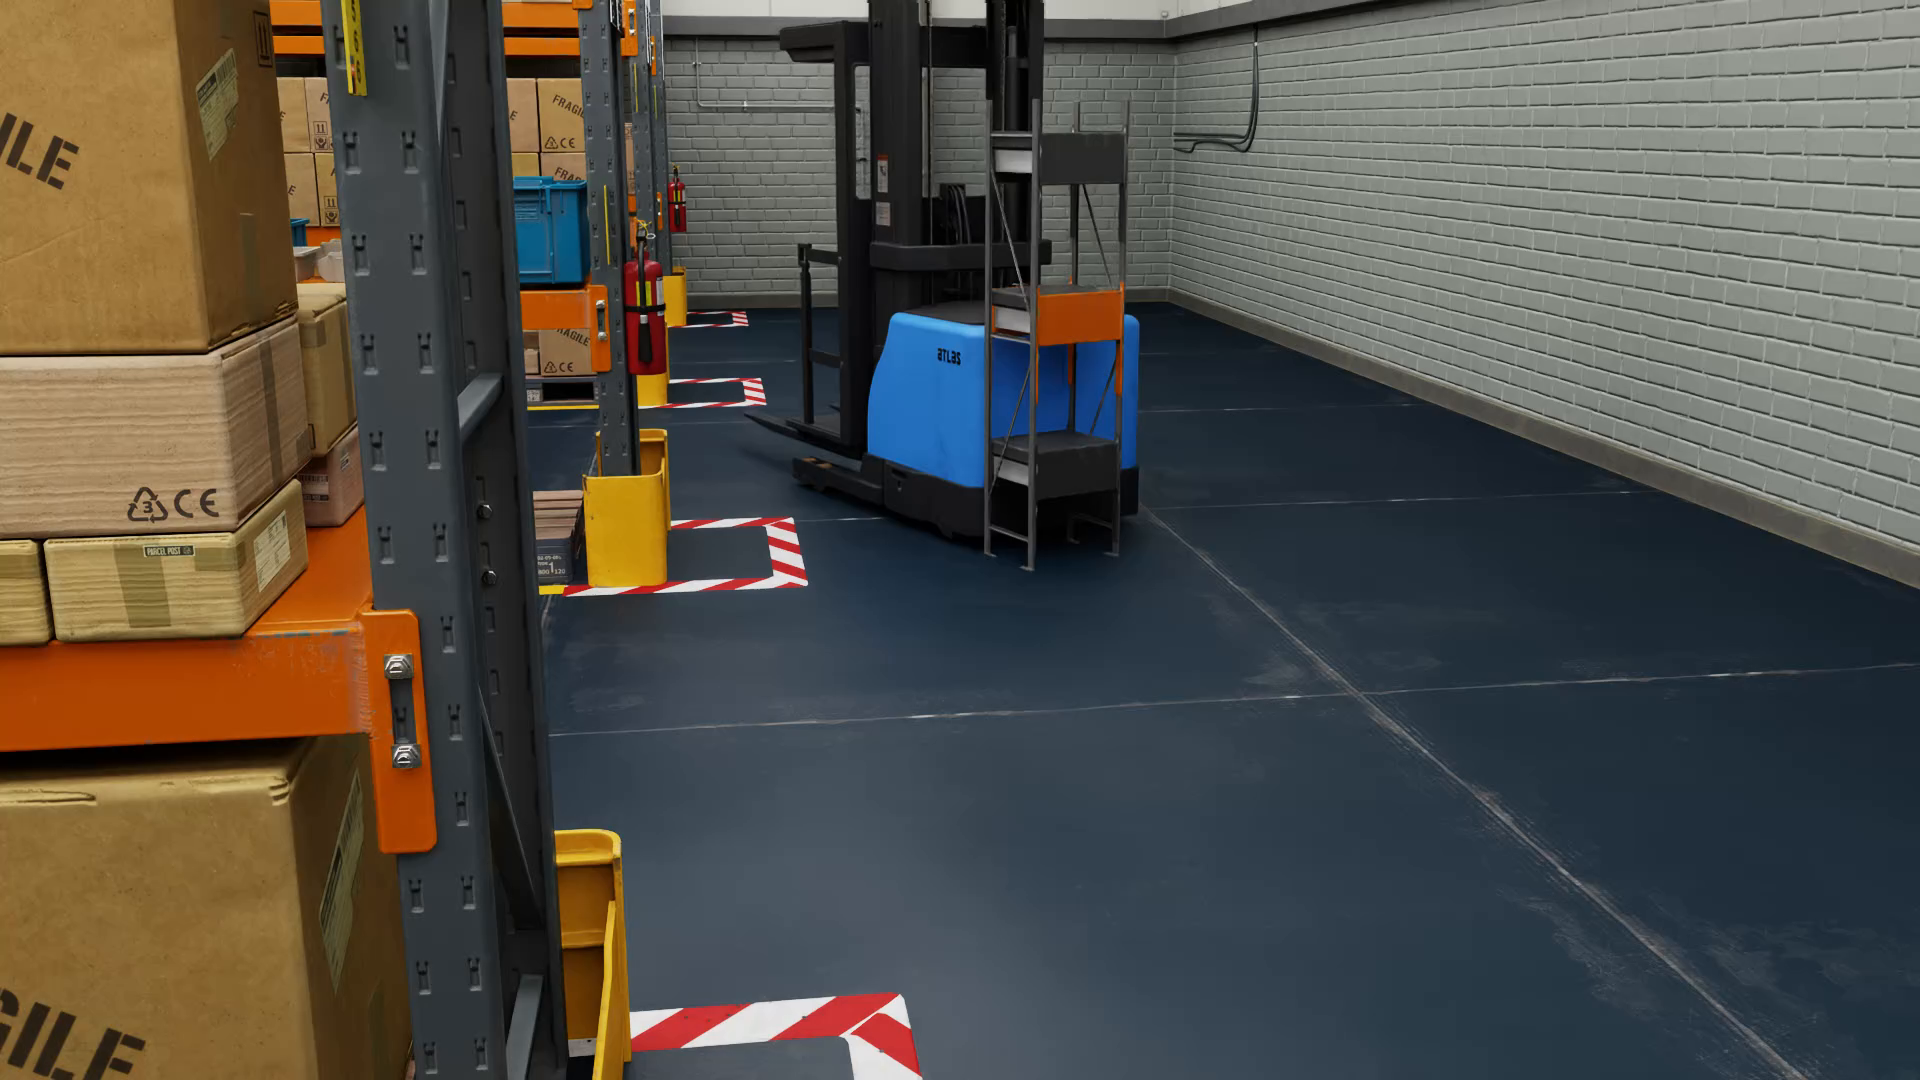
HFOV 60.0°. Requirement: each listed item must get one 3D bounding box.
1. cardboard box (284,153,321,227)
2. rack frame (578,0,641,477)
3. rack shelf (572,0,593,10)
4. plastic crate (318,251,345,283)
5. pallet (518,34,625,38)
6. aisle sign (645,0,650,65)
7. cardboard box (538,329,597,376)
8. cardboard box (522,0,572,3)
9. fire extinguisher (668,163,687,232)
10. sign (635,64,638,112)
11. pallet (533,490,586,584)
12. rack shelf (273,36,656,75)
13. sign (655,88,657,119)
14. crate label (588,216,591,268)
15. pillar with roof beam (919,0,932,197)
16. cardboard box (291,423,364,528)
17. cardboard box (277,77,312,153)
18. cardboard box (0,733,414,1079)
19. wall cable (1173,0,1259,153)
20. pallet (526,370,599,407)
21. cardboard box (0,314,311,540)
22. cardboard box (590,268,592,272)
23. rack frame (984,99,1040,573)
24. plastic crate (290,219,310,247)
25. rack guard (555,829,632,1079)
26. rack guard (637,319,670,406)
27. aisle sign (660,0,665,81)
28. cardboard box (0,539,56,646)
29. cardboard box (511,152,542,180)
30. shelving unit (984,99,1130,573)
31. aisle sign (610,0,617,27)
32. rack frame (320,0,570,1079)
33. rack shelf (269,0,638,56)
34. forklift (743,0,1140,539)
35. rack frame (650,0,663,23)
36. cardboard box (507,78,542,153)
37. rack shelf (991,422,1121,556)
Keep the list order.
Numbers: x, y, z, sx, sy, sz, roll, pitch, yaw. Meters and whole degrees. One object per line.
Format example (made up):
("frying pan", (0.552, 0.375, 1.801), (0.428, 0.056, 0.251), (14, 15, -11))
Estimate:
("cardboard box", (-4.732, -2.468, 11.689), (0.500, 0.500, 0.500), (-2, 14, -9))
("rack frame", (-1.588, -1.383, 7.569), (0.127, 3.000, 1.000), (-2, 14, -8))
("rack shelf", (-3.565, -2.416, 7.002), (4.000, 0.370, 1.077), (-2, 14, -8))
("plastic crate", (-2.656, -1.204, 7.274), (0.243, 0.136, 0.396), (-2, 14, -8))
("pallet", (-3.796, -5.148, 16.600), (1.213, 0.211, 1.003), (-2, 14, -8))
("aisle sign", (-2.209, -3.764, 11.720), (0.004, 0.787, 0.394), (-2, 14, -8))
("cardboard box", (-2.823, -1.496, 12.256), (0.500, 0.500, 0.500), (-2, 14, -8))
("cardboard box", (-2.791, -3.874, 11.646), (0.500, 0.250, 0.500), (-2, 14, -8))
("fire extinguisher", (-2.846, -3.442, 16.705), (0.183, 0.674, 0.296), (-2, 14, -8))
("sign", (-2.259, -3.155, 11.606), (0.005, 0.325, 0.100), (-2, 14, -8))
("pallet", (-2.409, -0.010, 7.826), (1.213, 0.211, 1.003), (-2, 14, -8))
("rack shelf", (-5.041, -4.799, 16.504), (4.000, 0.370, 1.077), (-2, 14, -8))
("sign", (-2.997, -4.311, 16.379), (0.005, 0.325, 0.100), (-2, 14, -8))
("crate label", (-1.881, -1.401, 7.862), (0.303, 0.233, 0.416), (-2, 14, -8))
("pillar with roof beam", (0.119, -5.946, 13.432), (0.400, 9.000, 9.100), (-2, 14, -8))
("cardboard box", (-1.250, -0.136, 3.114), (0.250, 0.149, 0.380), (-2, 14, -8))
("cardboard box", (-4.751, -2.949, 11.555), (0.500, 0.500, 0.500), (-3, 14, -10))
("cardboard box", (-1.471, 0.678, 2.856), (0.875, 0.875, 0.875), (-2, 14, -8))
("wall cable", (2.582, -5.288, 17.193), (0.112, 2.526, 3.097), (-2, 14, -8))
("pallet", (-3.185, -1.190, 12.532), (1.213, 0.211, 1.003), (-2, 14, -8))
("cardboard box", (-1.290, -0.181, 2.476), (0.500, 0.250, 0.500), (-2, 14, -9))
("cardboard box", (-3.741, -2.707, 17.127), (0.500, 0.500, 0.700), (-2, 14, -8))
("rack frame", (0.229, -0.910, 7.534), (0.015, 2.100, 0.400), (-9, 17, -31))
("plastic crate", (-3.183, -1.353, 7.672), (0.300, 0.233, 0.416), (-2, 14, -8))
("rack guard", (-0.826, 1.020, 3.126), (0.348, 0.500, 1.175), (-2, 14, -8))
("rack guard", (-2.397, -1.359, 12.613), (0.348, 0.500, 1.175), (-2, 14, -8))
("aisle sign", (-2.948, -4.957, 16.477), (0.004, 0.787, 0.394), (-2, 14, -8))
("cardboard box", (-1.410, 0.033, 2.442), (0.250, 0.149, 0.380), (-2, 14, -8))
("cardboard box", (-3.237, -2.521, 11.904), (0.500, 0.500, 0.500), (-2, 14, -8))
("shelving unit", (0.435, -0.942, 7.661), (0.503, 2.100, 0.431), (-9, 17, -31))
("aisle sign", (-1.473, -2.576, 6.982), (0.004, 0.787, 0.394), (-2, 14, -8))
("rack frame", (-0.850, -0.191, 2.818), (0.127, 3.000, 1.000), (-2, 14, -8))
("rack shelf", (-4.300, -3.608, 11.754), (4.000, 0.370, 1.077), (-2, 14, -8))
("forklift", (-0.290, -1.738, 9.126), (1.130, 2.935, 3.031), (-9, 16, -31))
("rack frame", (-3.064, -6.676, 16.341), (0.127, 3.000, 1.000), (-2, 14, -8))
("cardboard box", (-3.221, -3.007, 11.784), (0.500, 0.500, 0.500), (-2, 14, -7))
("rack shelf", (0.435, -0.250, 7.835), (0.480, 0.518, 0.431), (-9, 17, -31))
